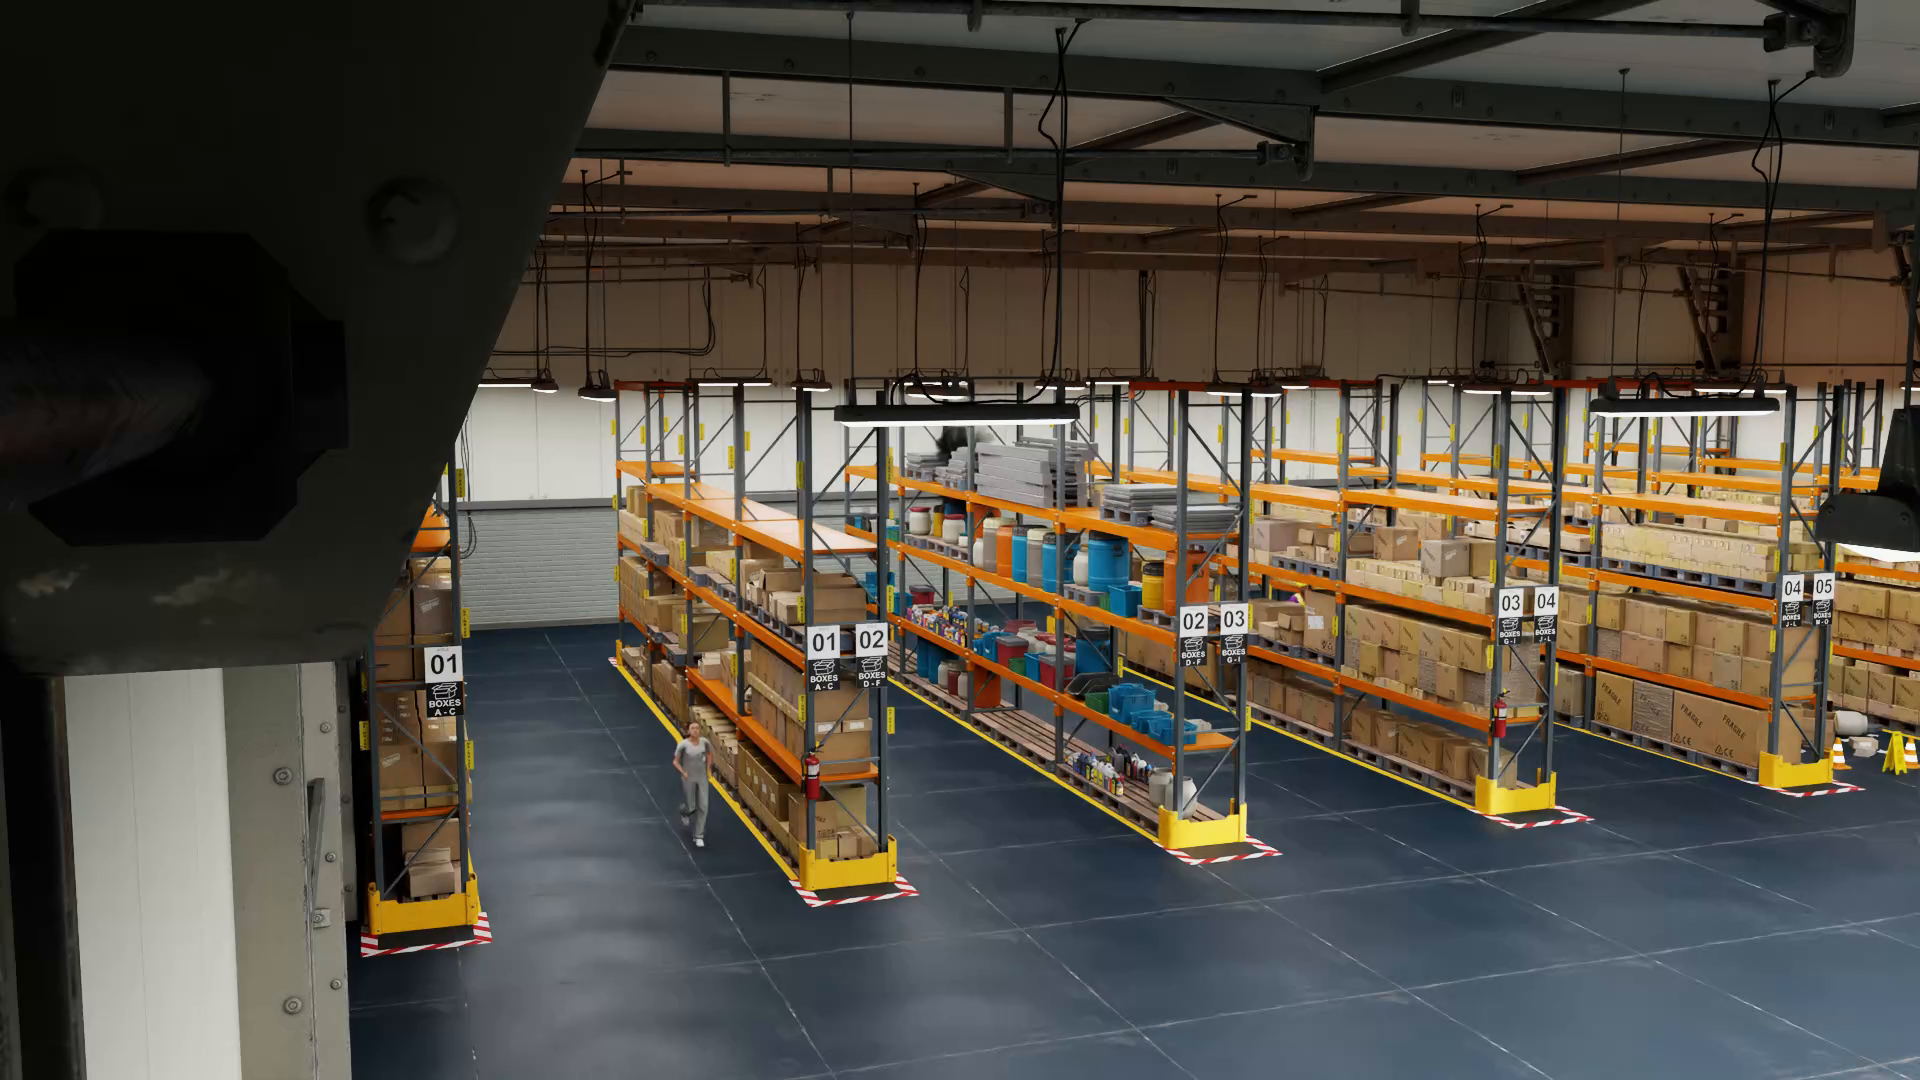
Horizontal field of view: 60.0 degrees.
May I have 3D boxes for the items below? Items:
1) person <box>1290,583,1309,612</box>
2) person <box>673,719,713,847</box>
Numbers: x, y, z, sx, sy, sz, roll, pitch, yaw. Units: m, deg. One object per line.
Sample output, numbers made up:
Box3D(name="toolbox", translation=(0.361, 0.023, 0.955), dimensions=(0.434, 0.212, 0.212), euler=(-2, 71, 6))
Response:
Box3D(name="person", translation=(7.216, 1.746, 35.102), dimensions=(0.711, 1.810, 0.936), euler=(-1, 6, -14))
Box3D(name="person", translation=(-3.532, 3.213, 22.116), dimensions=(0.565, 1.610, 0.791), euler=(-3, 7, -24))
